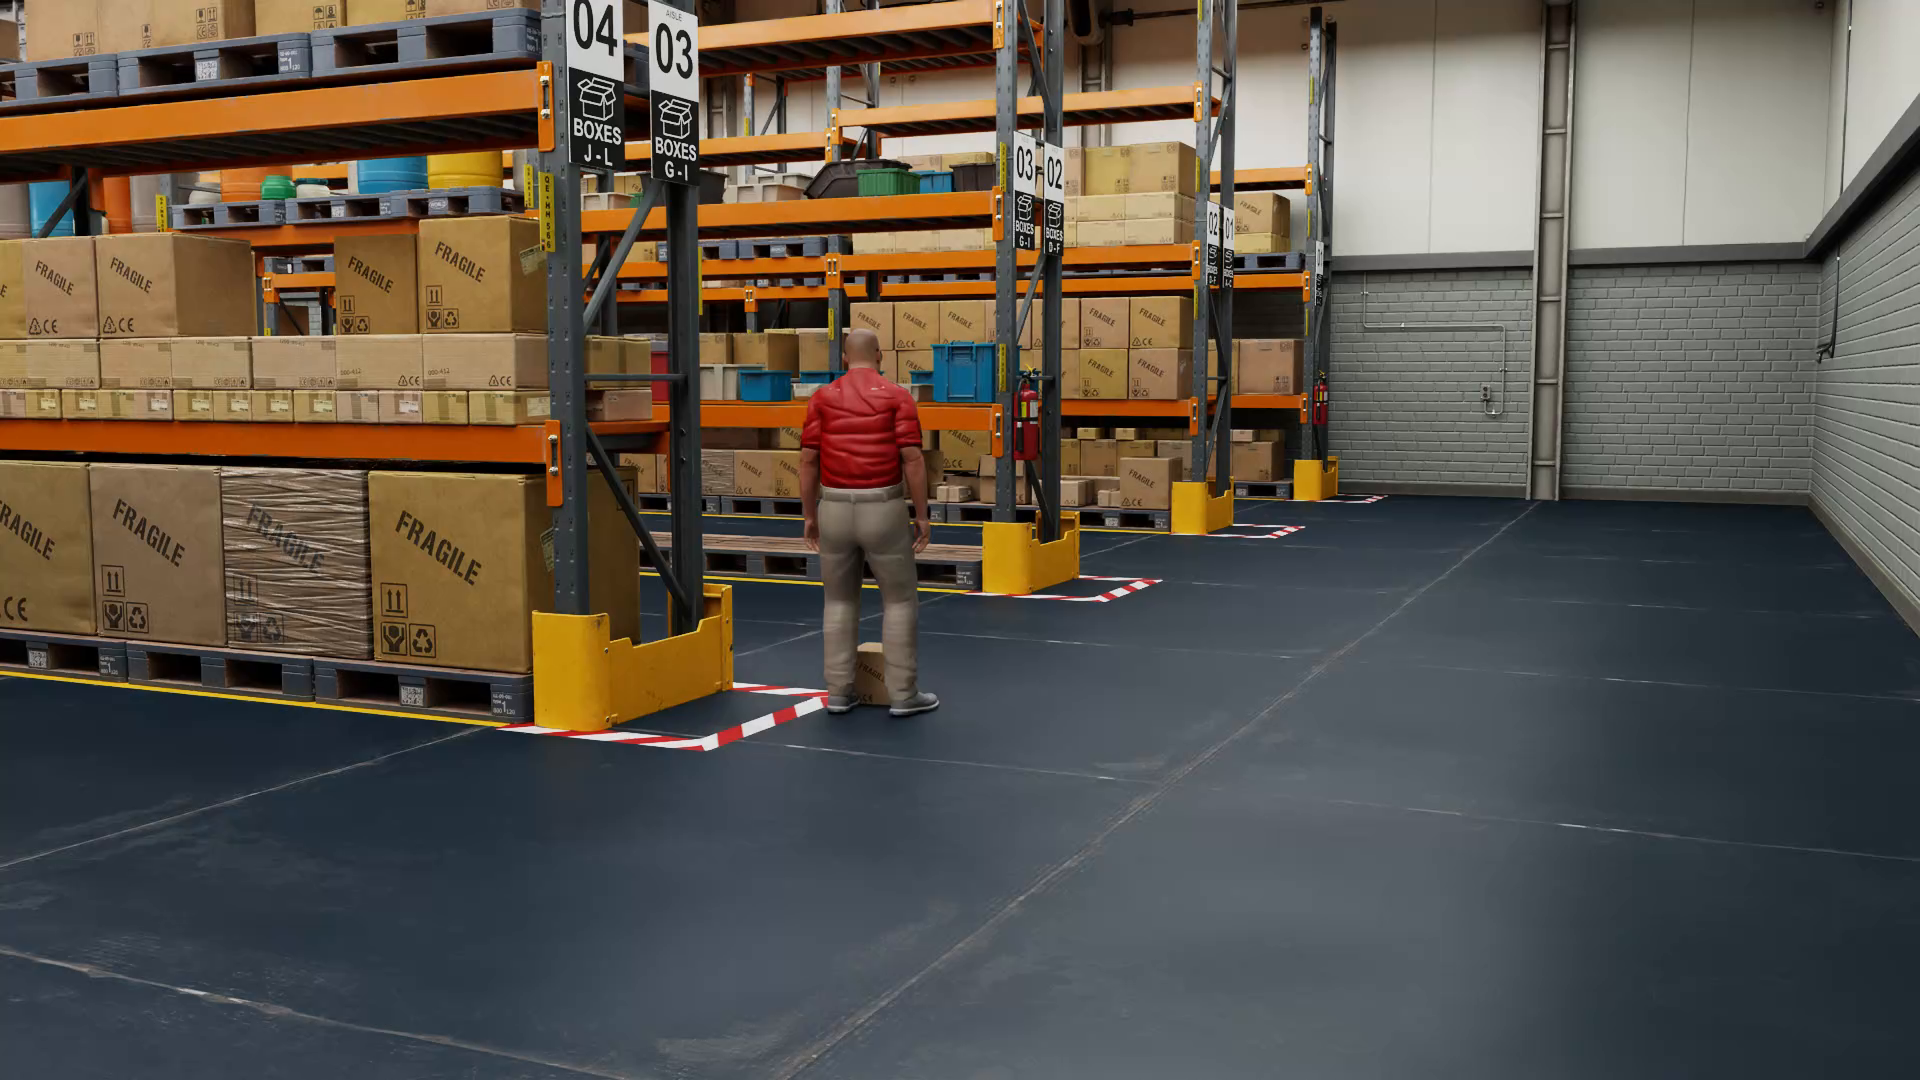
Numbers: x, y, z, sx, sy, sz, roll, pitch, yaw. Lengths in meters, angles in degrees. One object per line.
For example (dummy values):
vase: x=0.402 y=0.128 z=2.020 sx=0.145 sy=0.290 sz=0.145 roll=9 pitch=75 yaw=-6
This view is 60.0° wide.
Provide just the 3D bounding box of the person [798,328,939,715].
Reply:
person: x=-0.419 y=-0.084 z=7.477 sx=0.606 sy=1.726 sz=0.396 roll=1 pitch=6 yaw=13
